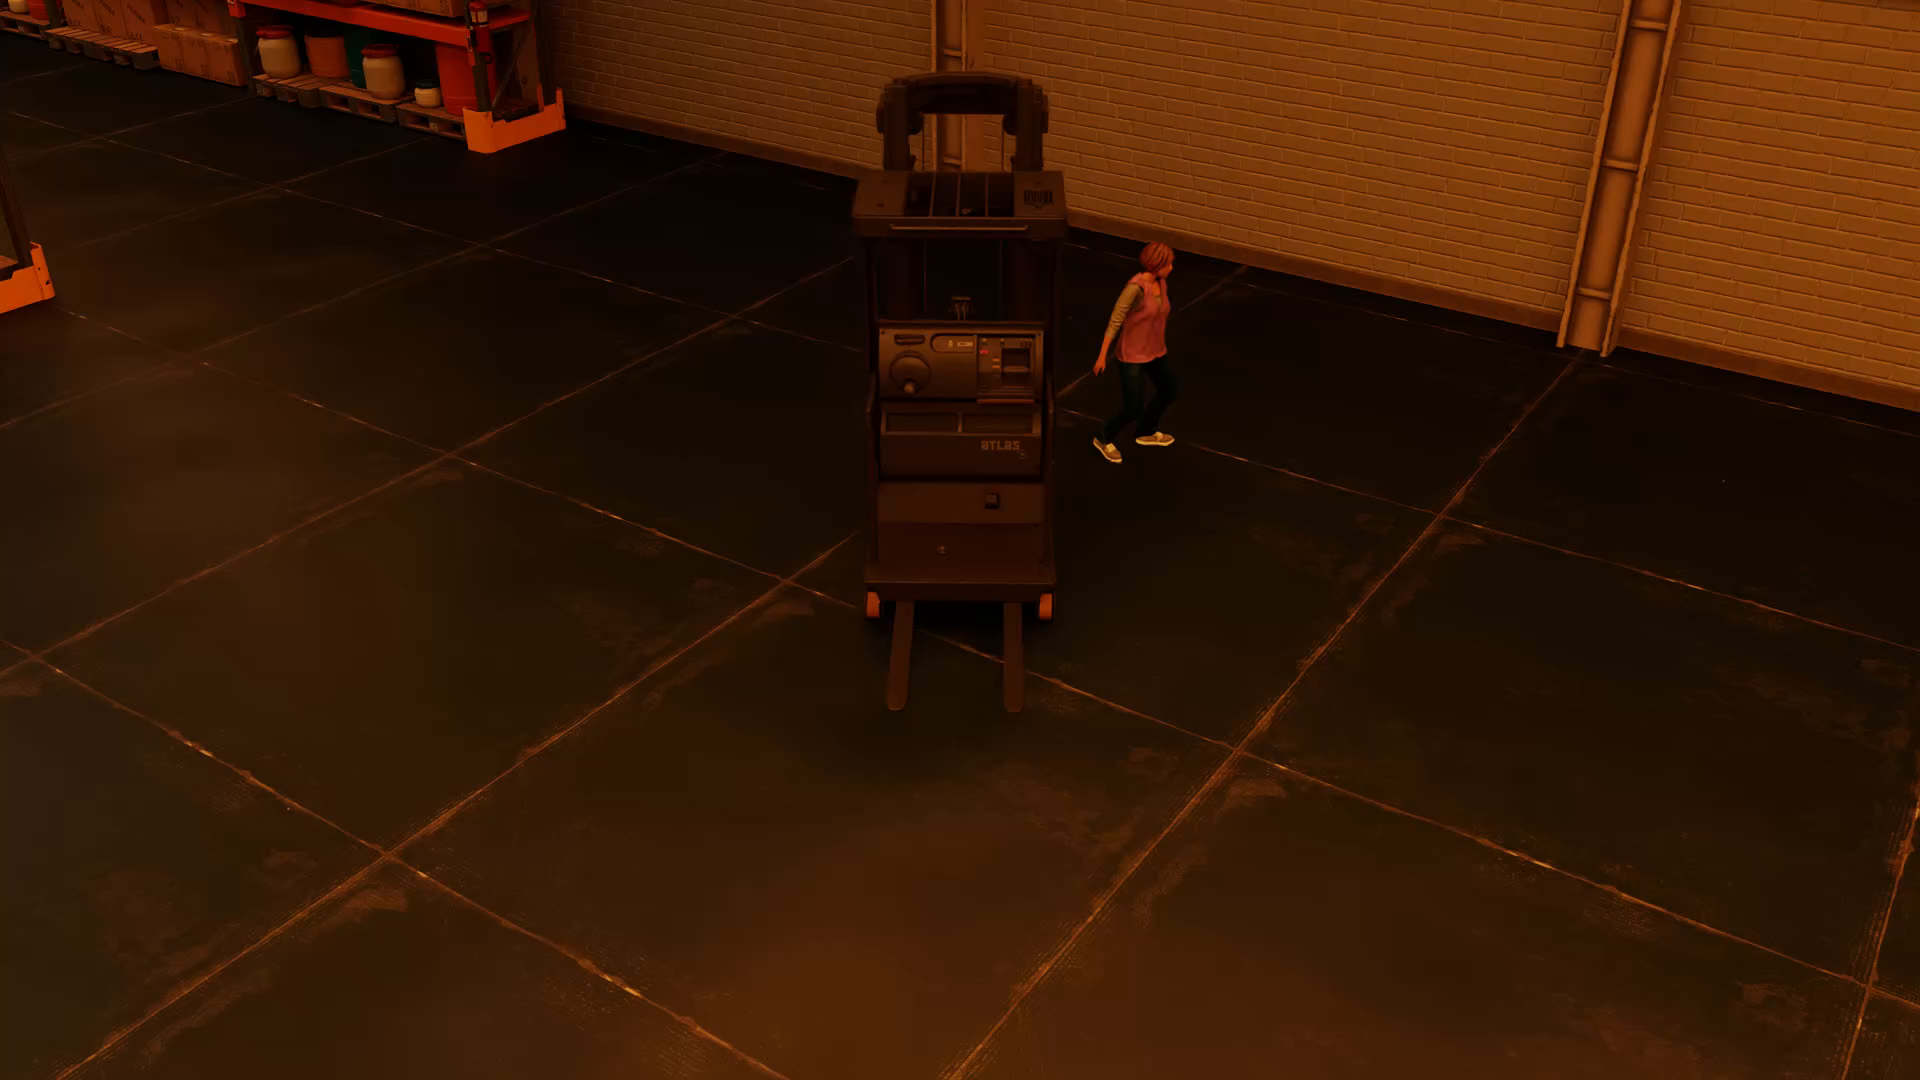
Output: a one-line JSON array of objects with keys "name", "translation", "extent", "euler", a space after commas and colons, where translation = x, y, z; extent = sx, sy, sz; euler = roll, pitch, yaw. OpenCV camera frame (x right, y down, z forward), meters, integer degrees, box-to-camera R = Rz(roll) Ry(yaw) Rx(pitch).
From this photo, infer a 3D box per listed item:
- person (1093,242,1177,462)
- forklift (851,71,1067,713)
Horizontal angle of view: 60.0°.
[{"name": "person", "translation": [1.160, -1.259, 11.146], "extent": [0.734, 1.532, 0.410], "euler": [-26, 39, -37]}, {"name": "forklift", "translation": [0.003, -0.957, 9.229], "extent": [1.130, 2.935, 3.031], "euler": [1, 30, 1]}]
